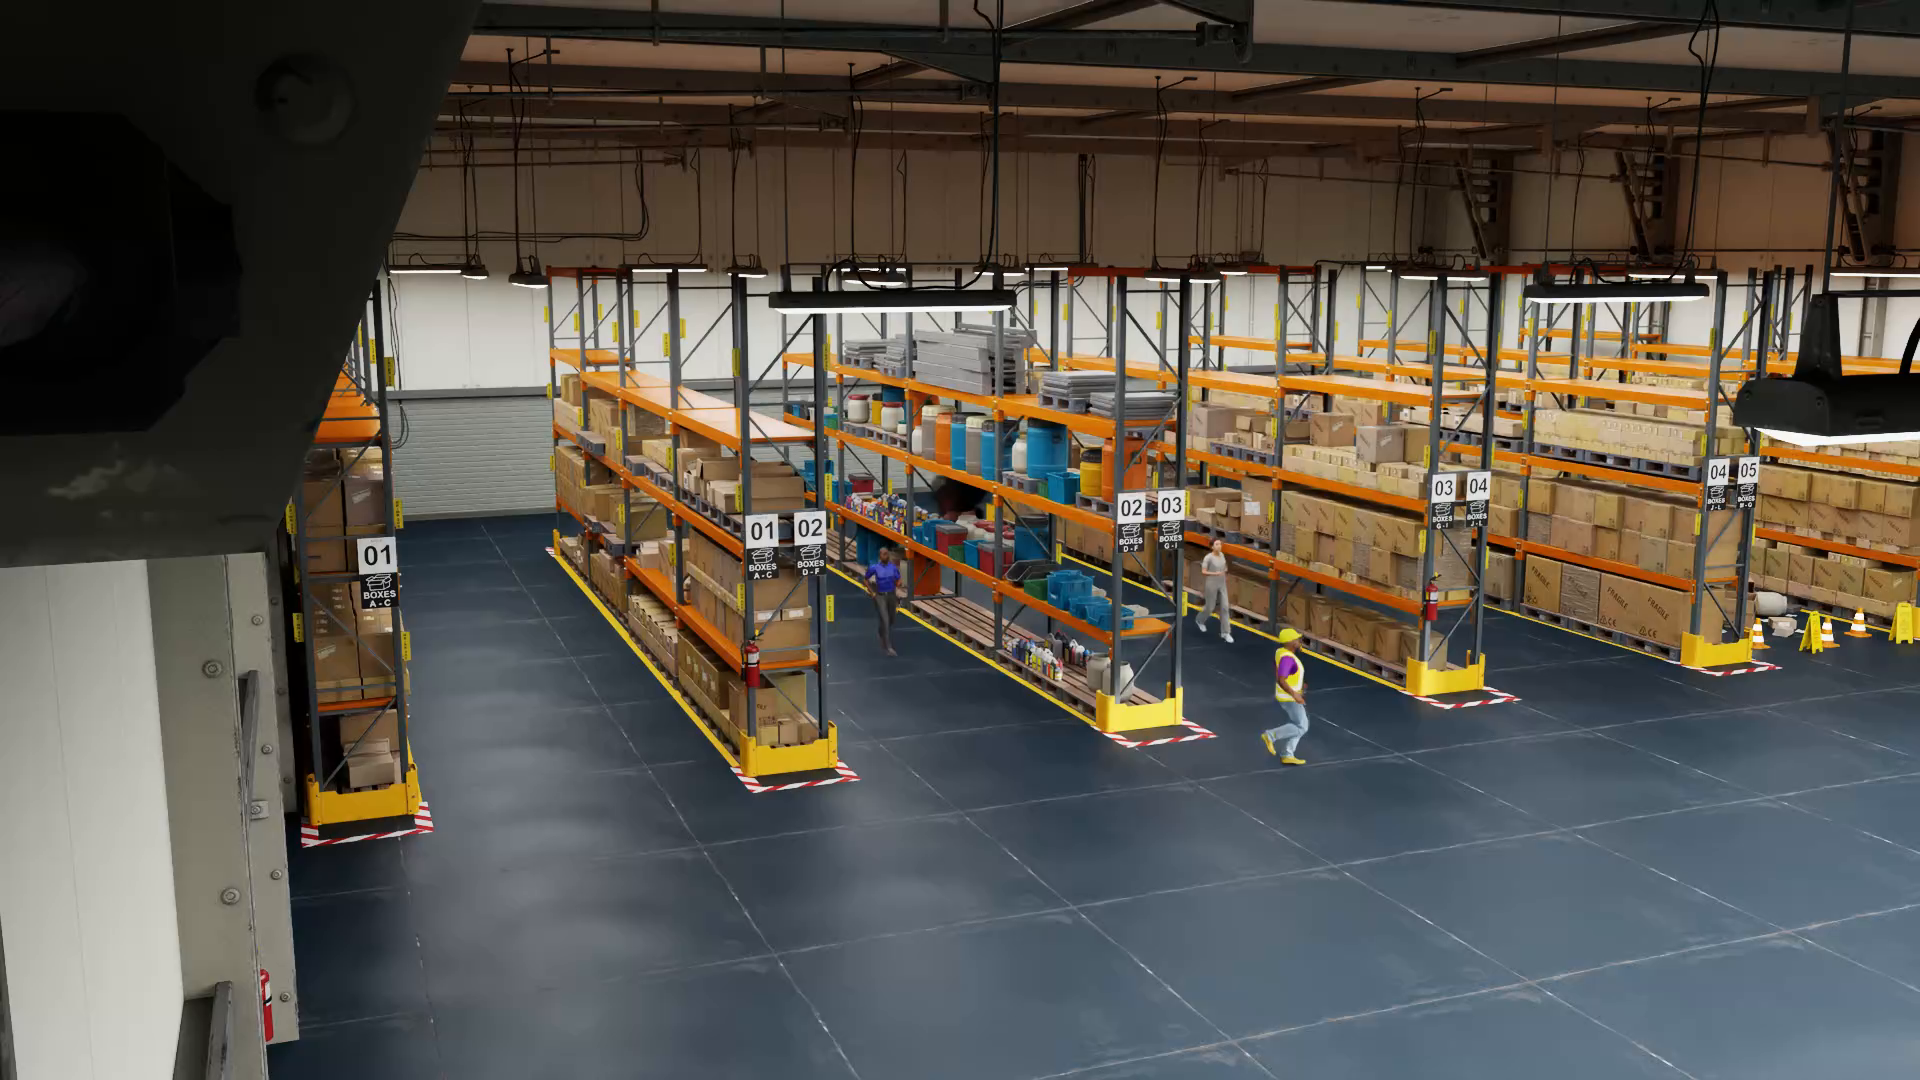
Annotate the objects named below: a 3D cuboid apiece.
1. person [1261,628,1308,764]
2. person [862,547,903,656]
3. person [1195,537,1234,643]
[{"bbox_3d":[4.035,1.941,20.623,0.594,1.728,0.703,1,10,4],"label":"person"},{"bbox_3d":[-1.175,0.929,25.898,0.583,1.617,0.924,-5,11,-26],"label":"person"},{"bbox_3d":[4.176,0.780,27.203,0.565,1.672,0.951,-5,11,-26],"label":"person"}]
